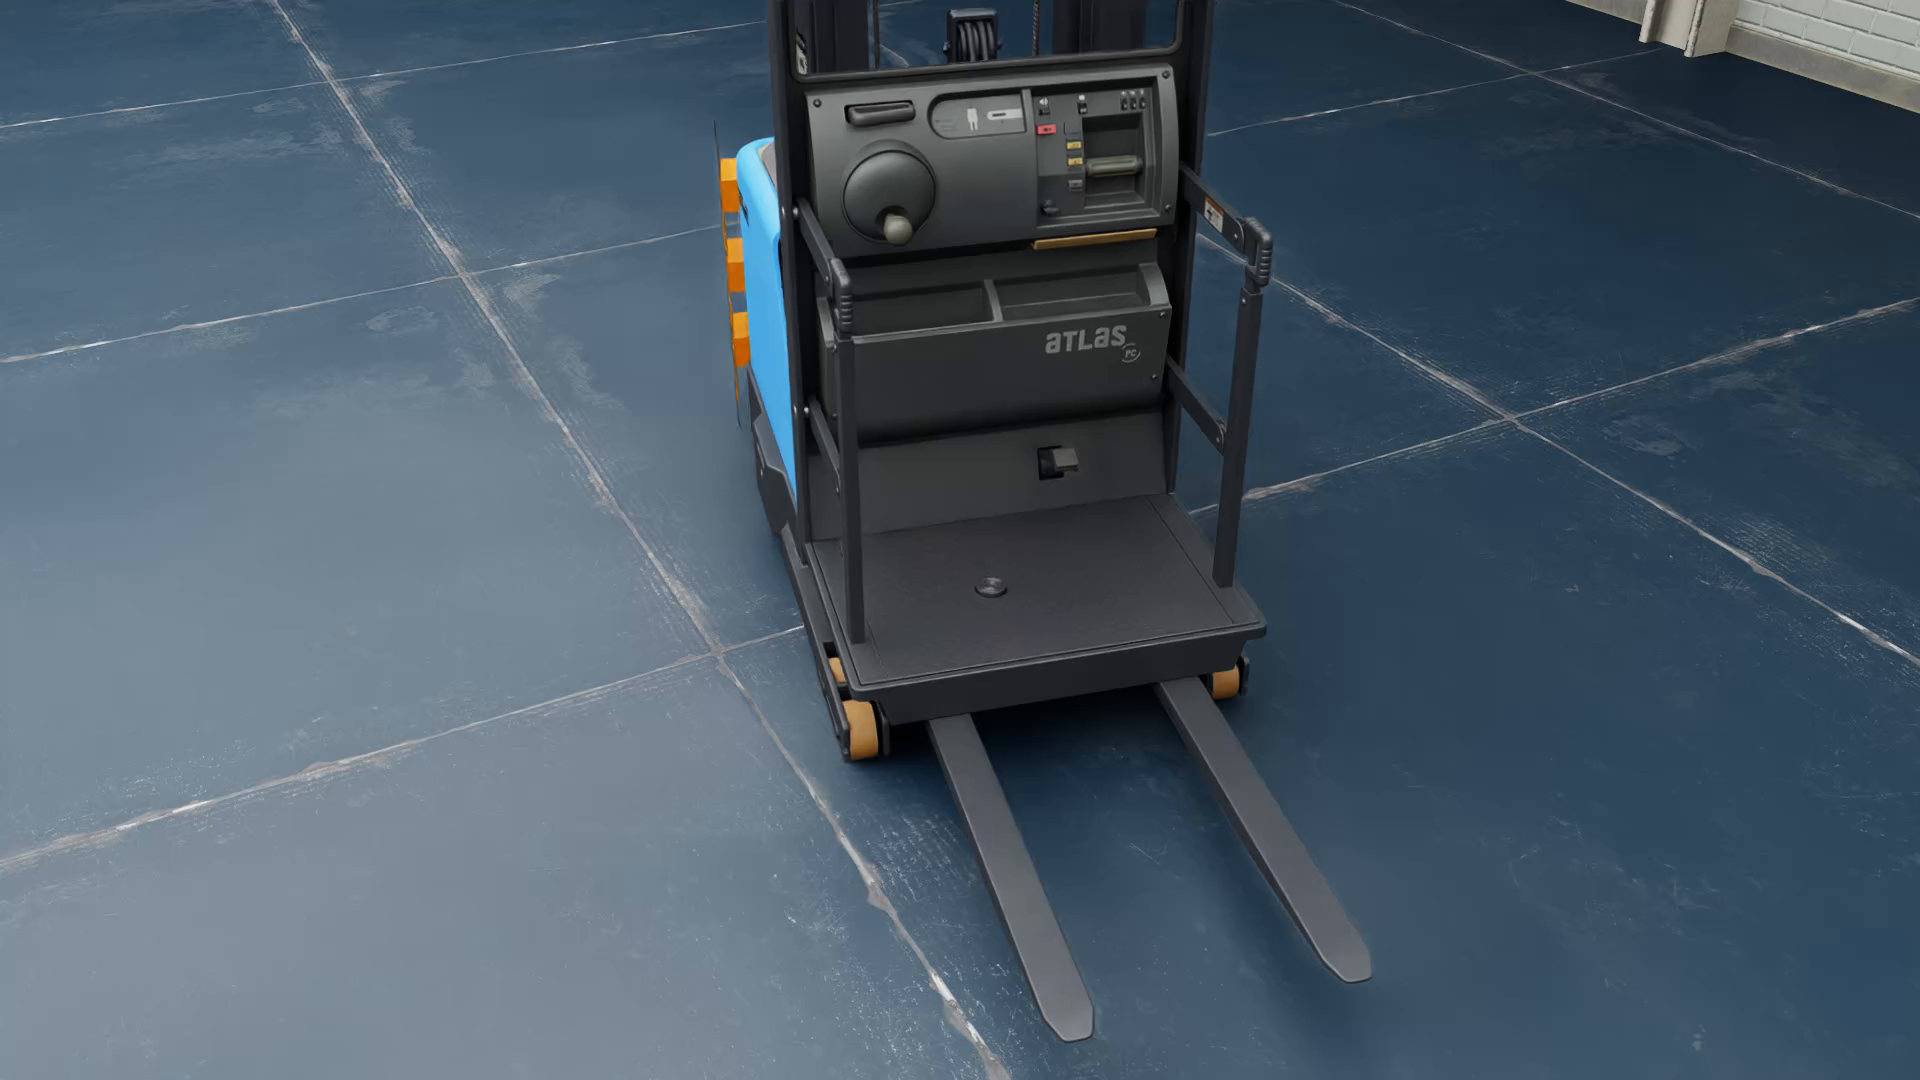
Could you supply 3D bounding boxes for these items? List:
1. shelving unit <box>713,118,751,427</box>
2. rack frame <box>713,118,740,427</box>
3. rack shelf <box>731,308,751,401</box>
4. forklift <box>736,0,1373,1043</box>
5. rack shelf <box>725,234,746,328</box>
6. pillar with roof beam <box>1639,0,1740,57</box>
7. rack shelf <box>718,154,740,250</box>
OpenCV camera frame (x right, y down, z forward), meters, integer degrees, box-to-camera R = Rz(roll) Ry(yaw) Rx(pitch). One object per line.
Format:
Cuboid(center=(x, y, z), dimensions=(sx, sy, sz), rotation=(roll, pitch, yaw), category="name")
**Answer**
Cuboid(center=(-0.674, -0.902, 5.685), dimensions=(0.252, 1.050, 0.215), rotation=(-4, 33, -7), category="shelving unit")
Cuboid(center=(-0.795, -0.893, 5.671), dimensions=(0.008, 1.050, 0.200), rotation=(-4, 33, -7), category="rack frame")
Cuboid(center=(-0.674, -0.659, 5.841), dimensions=(0.240, 0.259, 0.215), rotation=(-4, 33, -7), category="rack shelf")
Cuboid(center=(0.148, -0.889, 3.921), dimensions=(1.130, 2.935, 3.031), rotation=(-8, 34, -12), category="forklift")
Cuboid(center=(-0.674, -0.893, 5.691), dimensions=(0.240, 0.259, 0.215), rotation=(-4, 33, -7), category="rack shelf")
Cuboid(center=(0.453, -5.624, 5.686), dimensions=(9.100, 9.000, 0.400), rotation=(-16, 36, -23), category="pillar with roof beam")
Cuboid(center=(-0.674, -1.132, 5.538), dimensions=(0.240, 0.259, 0.215), rotation=(-4, 33, -7), category="rack shelf")
